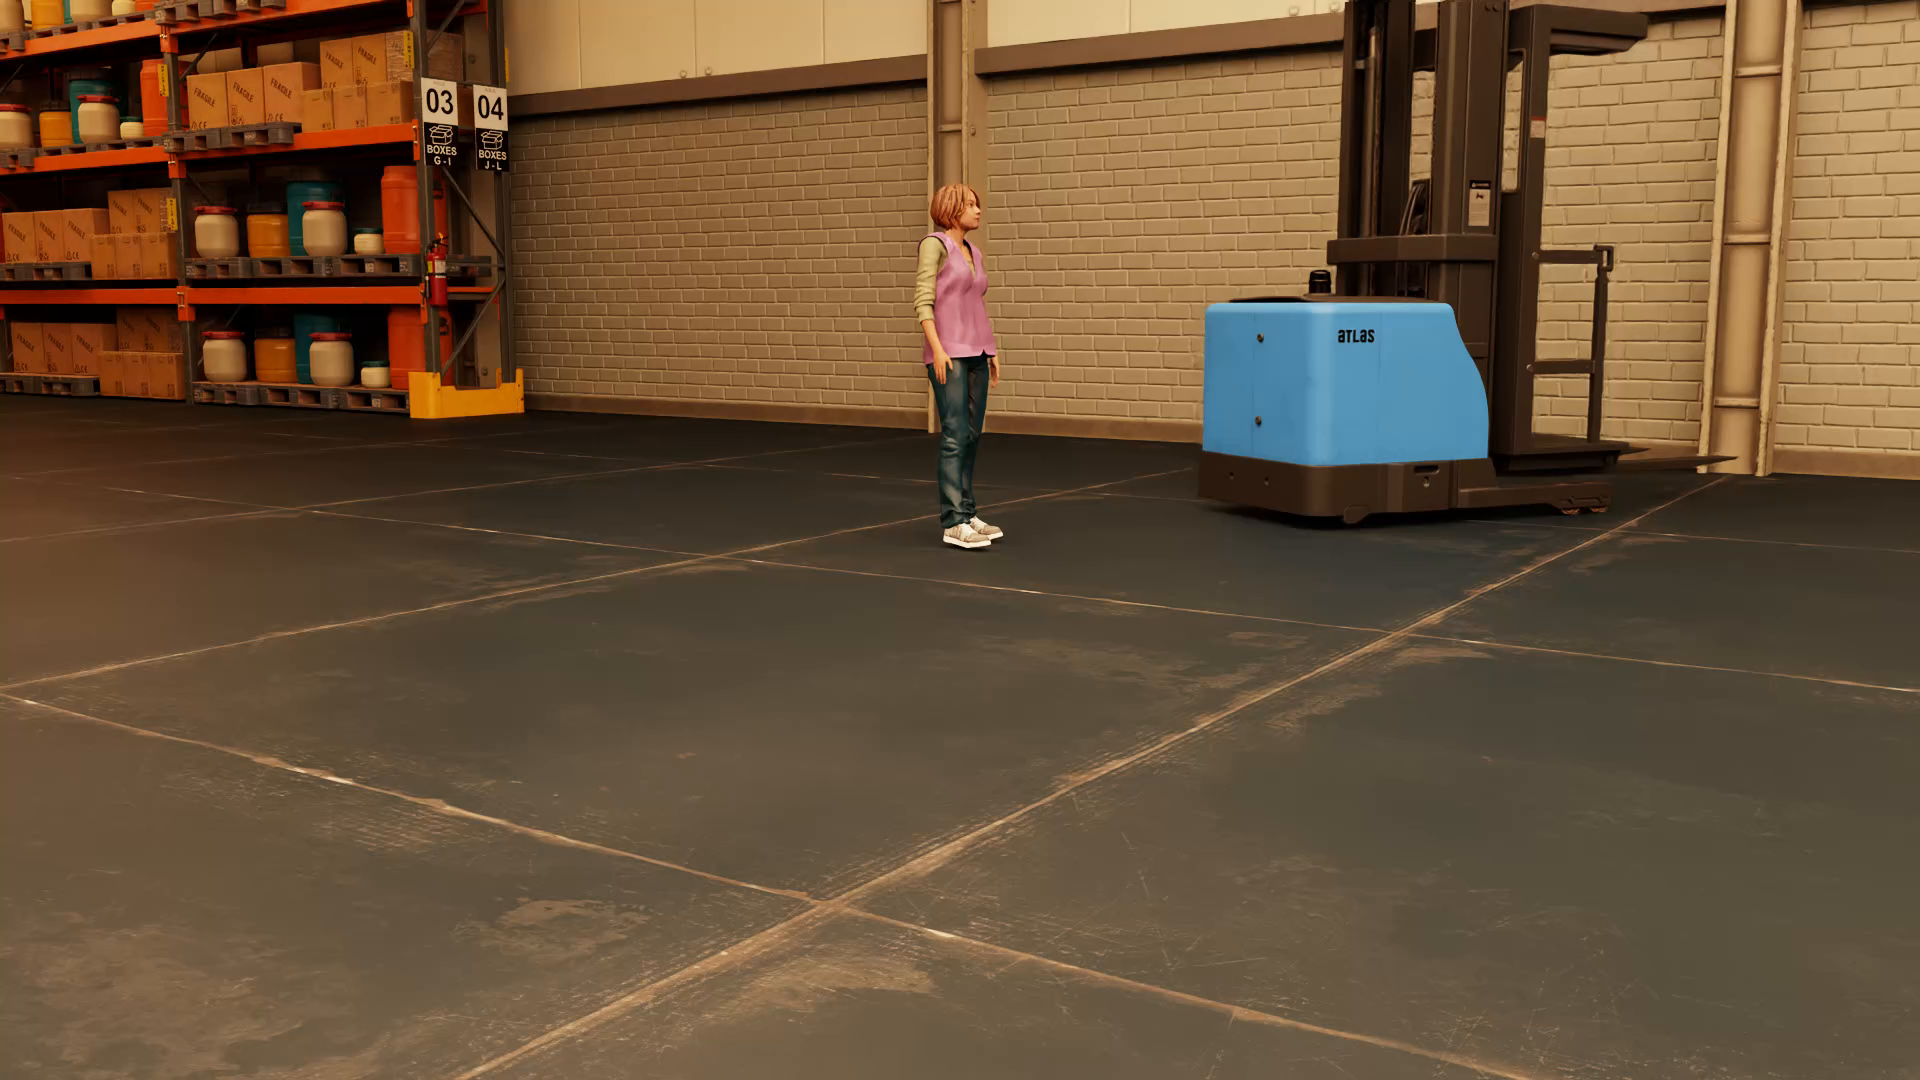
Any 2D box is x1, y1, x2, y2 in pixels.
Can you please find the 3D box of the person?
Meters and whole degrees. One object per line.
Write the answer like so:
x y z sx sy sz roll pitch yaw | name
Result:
0.053 -0.790 7.438 0.476 1.596 0.520 5 10 34 | person

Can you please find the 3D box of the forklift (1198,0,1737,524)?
2.810 -1.641 8.731 3.031 2.935 1.130 -4 9 -25 | forklift
